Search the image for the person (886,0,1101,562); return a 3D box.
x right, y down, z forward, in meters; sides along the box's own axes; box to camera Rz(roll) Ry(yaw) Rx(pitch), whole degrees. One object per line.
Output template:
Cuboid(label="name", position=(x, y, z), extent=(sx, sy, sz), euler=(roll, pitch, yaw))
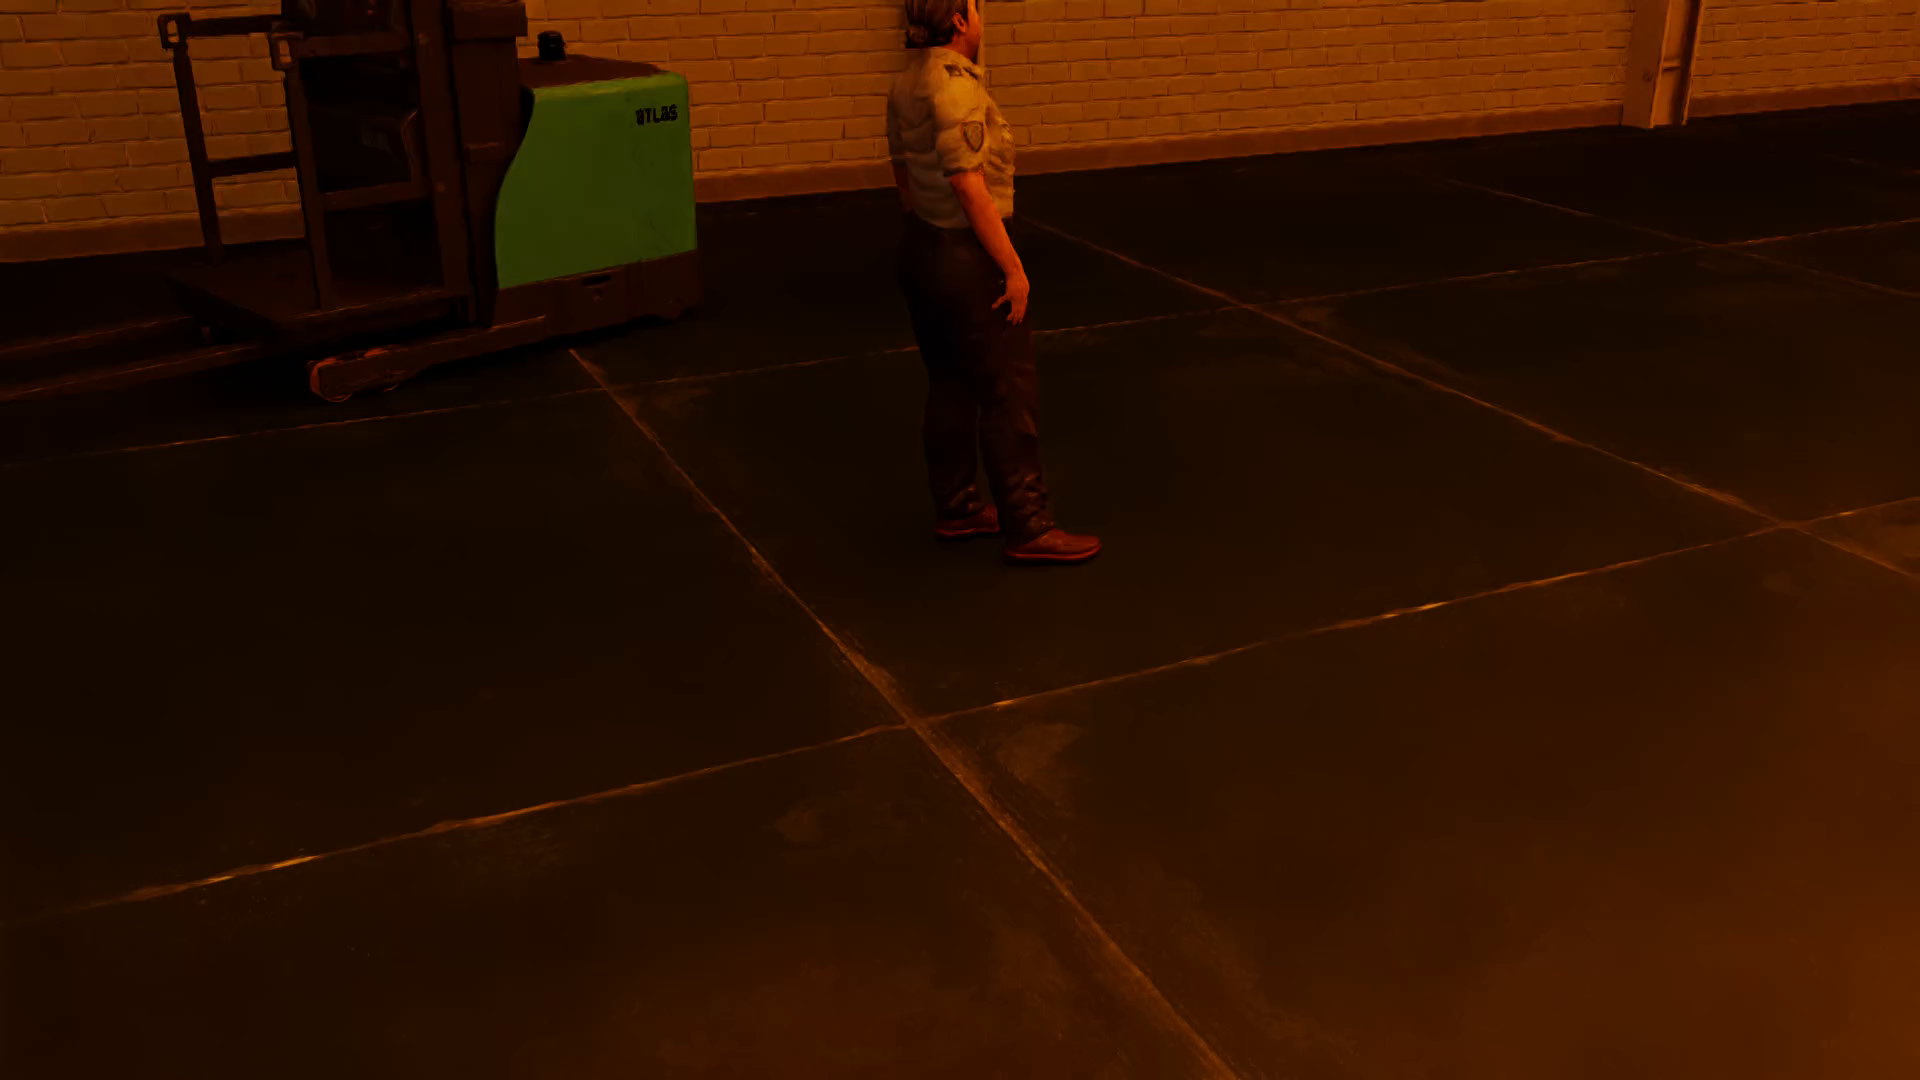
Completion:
Cuboid(label="person", position=(0.091, -0.771, 4.806), extent=(0.502, 1.642, 0.599), euler=(-10, 25, -23))

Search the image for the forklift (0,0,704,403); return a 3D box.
Cuboid(label="forklift", position=(-2.555, -2.103, 6.347), extent=(1.130, 2.935, 3.031), euler=(21, 30, 41))
